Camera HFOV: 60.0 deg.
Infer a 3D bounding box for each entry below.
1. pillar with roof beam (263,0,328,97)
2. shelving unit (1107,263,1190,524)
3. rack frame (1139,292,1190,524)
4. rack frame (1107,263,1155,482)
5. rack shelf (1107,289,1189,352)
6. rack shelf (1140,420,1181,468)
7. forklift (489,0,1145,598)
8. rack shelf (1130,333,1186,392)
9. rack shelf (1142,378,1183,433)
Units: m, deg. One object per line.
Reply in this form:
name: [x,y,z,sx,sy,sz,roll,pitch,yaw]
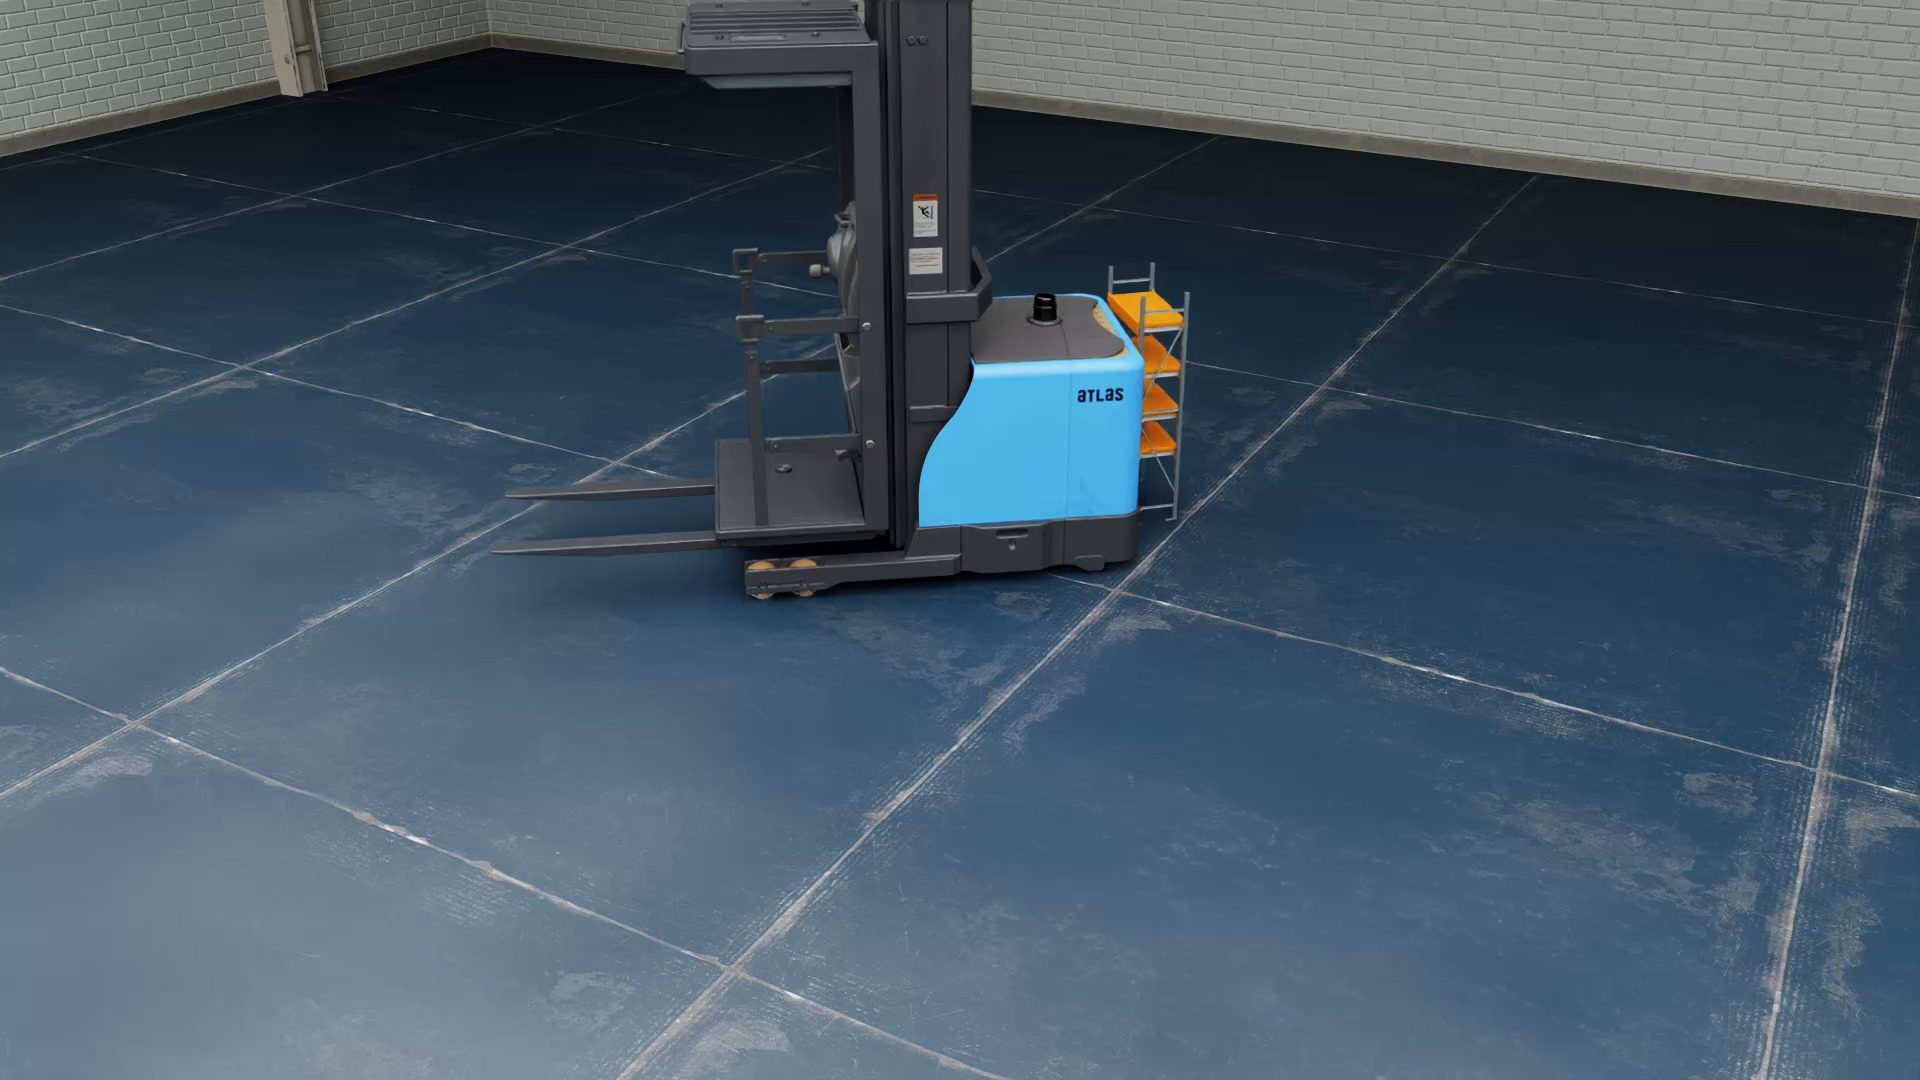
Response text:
pillar with roof beam: [-3.299,-7.890,13.958,9.100,9.000,0.400,14,30,26]
shelving unit: [0.921,-0.735,8.376,0.258,1.200,0.503,-6,27,-12]
rack frame: [0.978,-0.629,8.164,0.240,1.200,0.015,-6,27,-12]
rack frame: [0.863,-0.841,8.588,0.240,1.200,0.015,-6,27,-12]
rack shelf: [0.919,-1.086,8.200,0.258,0.148,0.480,-6,27,-12]
rack shelf: [0.922,-0.497,8.495,0.258,0.148,0.480,-6,27,-12]
forklift: [-0.705,-1.292,7.557,3.031,2.935,1.130,-3,27,-7]
rack shelf: [0.920,-0.875,8.306,0.258,0.148,0.480,-6,27,-12]
rack shelf: [0.921,-0.675,8.406,0.258,0.148,0.480,-6,27,-12]
